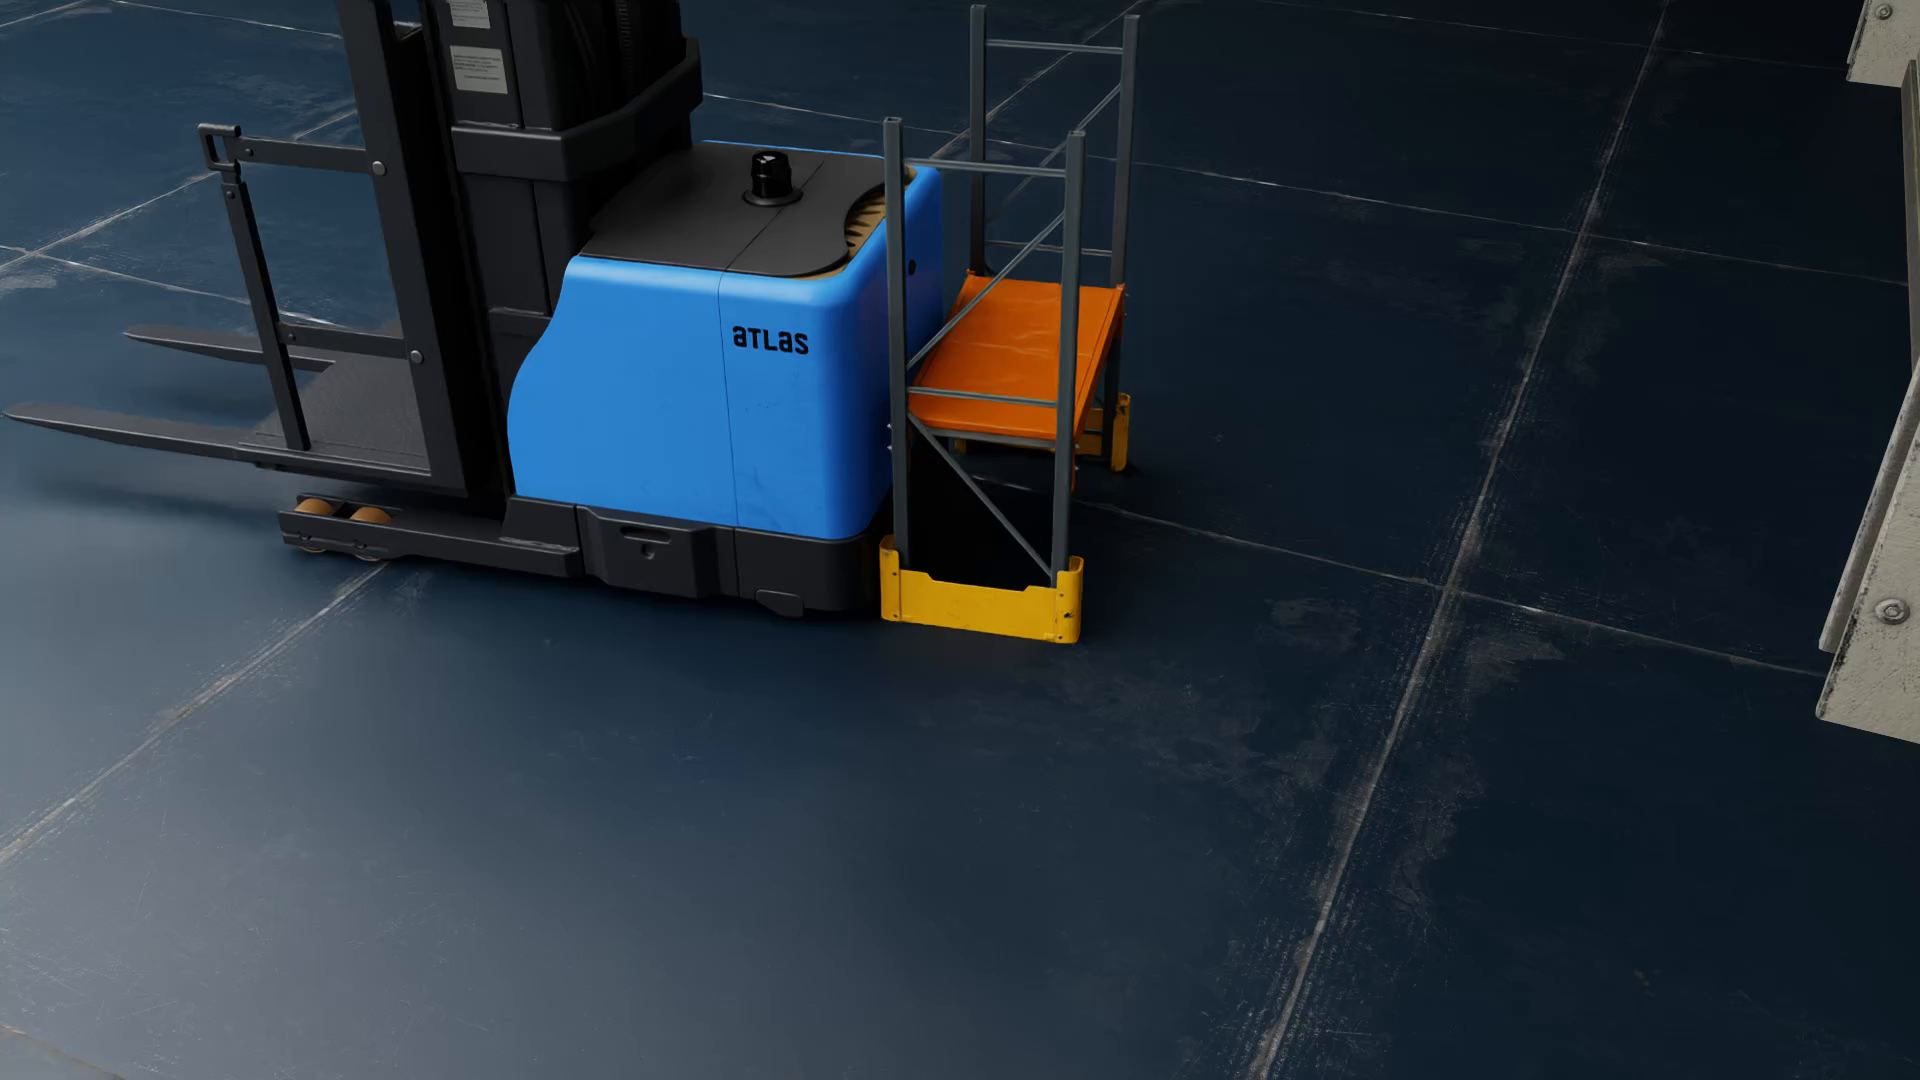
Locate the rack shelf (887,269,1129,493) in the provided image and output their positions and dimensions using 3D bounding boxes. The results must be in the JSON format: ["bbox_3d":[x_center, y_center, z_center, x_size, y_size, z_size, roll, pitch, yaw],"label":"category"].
[{"bbox_3d":[0.168,-0.503,4.977,0.538,0.185,1.000,7,34,10],"label":"rack shelf"}]

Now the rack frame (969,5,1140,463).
[{"bbox_3d":[0.278,-0.925,5.293,0.500,1.500,0.032,7,34,10],"label":"rack frame"}]

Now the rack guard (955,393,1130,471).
[{"bbox_3d":[0.274,-0.392,5.620,0.587,0.250,0.087,7,34,10],"label":"rack guard"}]

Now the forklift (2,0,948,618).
[{"bbox_3d":[-1.613,-1.430,4.757,3.031,2.935,1.130,8,34,12],"label":"forklift"}]

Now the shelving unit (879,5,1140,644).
[{"bbox_3d":[0.166,-0.648,4.871,0.587,1.500,1.083,7,34,10],"label":"shelving unit"}]

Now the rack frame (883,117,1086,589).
[{"bbox_3d":[0.058,-0.381,4.463,0.500,1.500,0.032,7,34,10],"label":"rack frame"}]

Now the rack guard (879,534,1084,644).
[{"bbox_3d":[0.059,0.141,4.807,0.587,0.250,0.087,7,34,10],"label":"rack guard"}]
